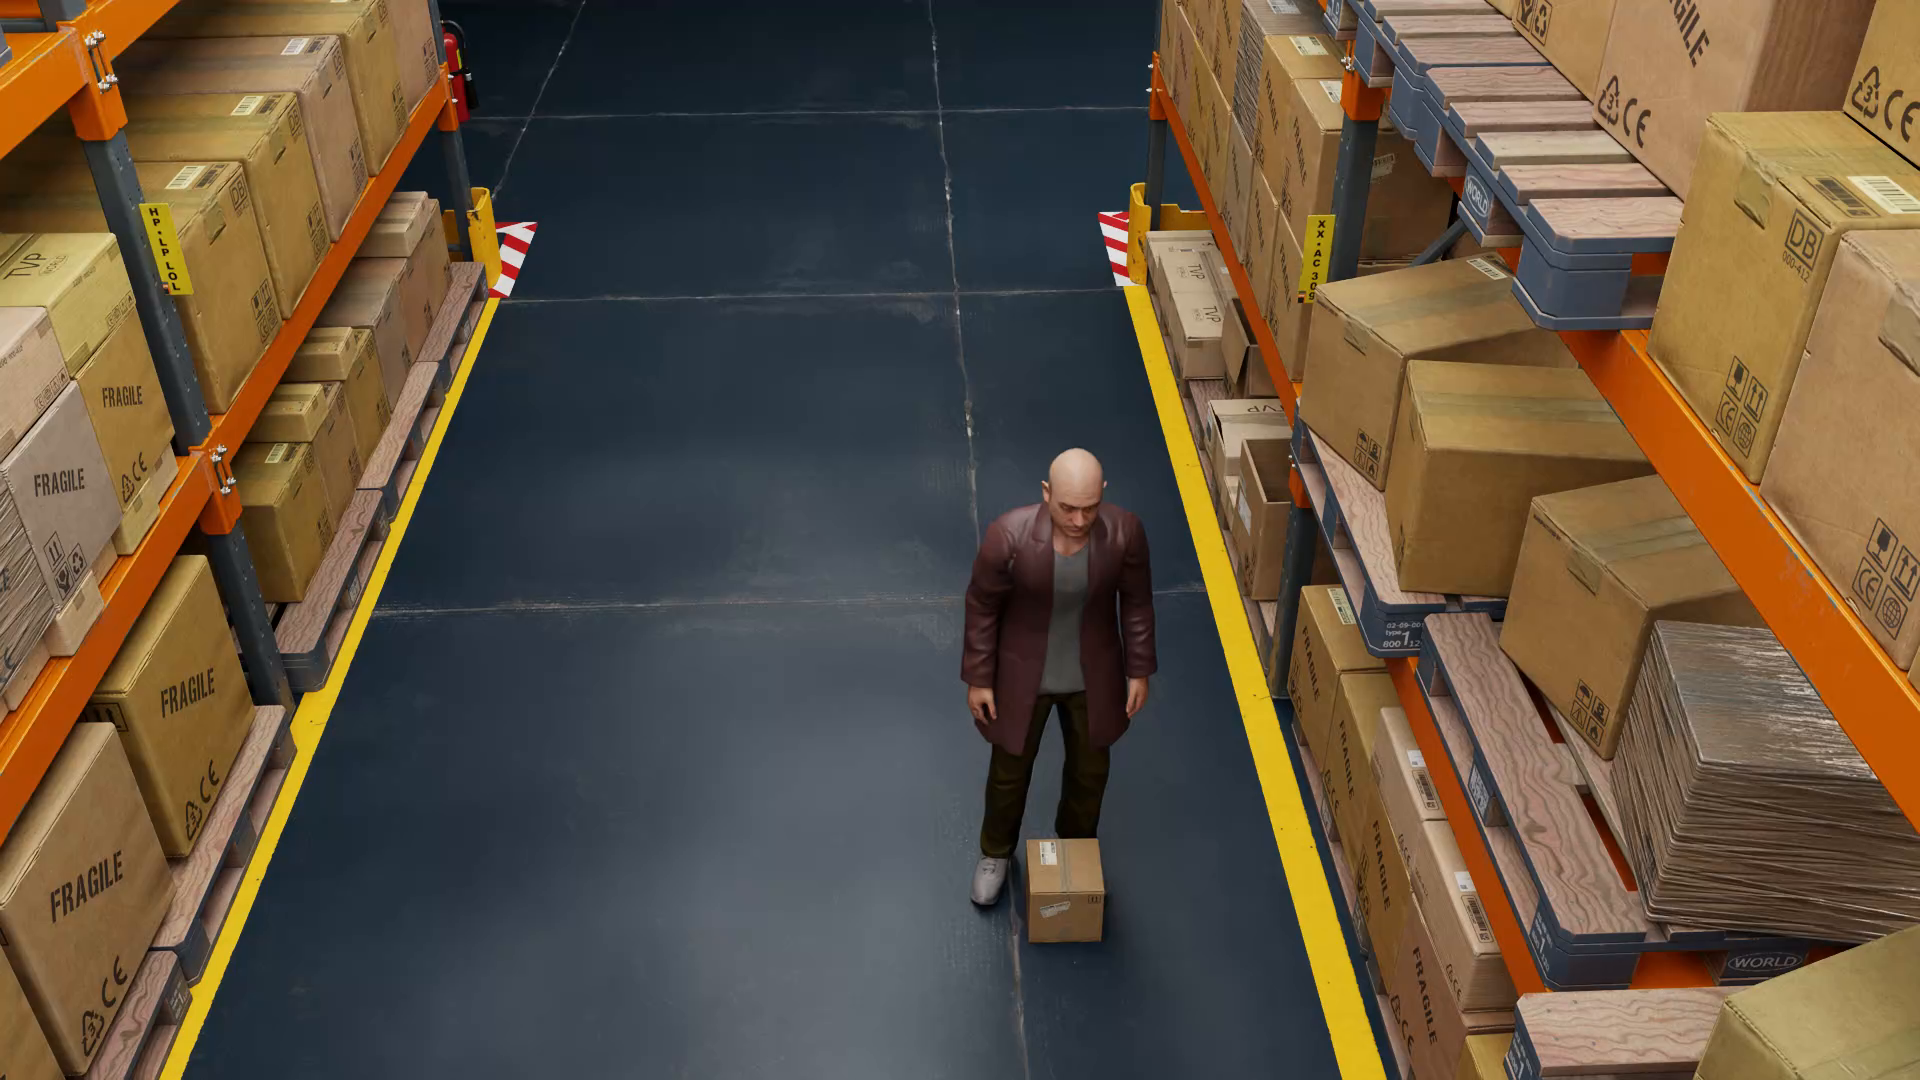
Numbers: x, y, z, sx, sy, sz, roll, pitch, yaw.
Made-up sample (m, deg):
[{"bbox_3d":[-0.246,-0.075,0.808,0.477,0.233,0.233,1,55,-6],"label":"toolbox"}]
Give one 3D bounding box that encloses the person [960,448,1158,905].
[{"bbox_3d":[0.327,0.448,5.513,0.656,1.774,0.421,-3,35,-4],"label":"person"}]
